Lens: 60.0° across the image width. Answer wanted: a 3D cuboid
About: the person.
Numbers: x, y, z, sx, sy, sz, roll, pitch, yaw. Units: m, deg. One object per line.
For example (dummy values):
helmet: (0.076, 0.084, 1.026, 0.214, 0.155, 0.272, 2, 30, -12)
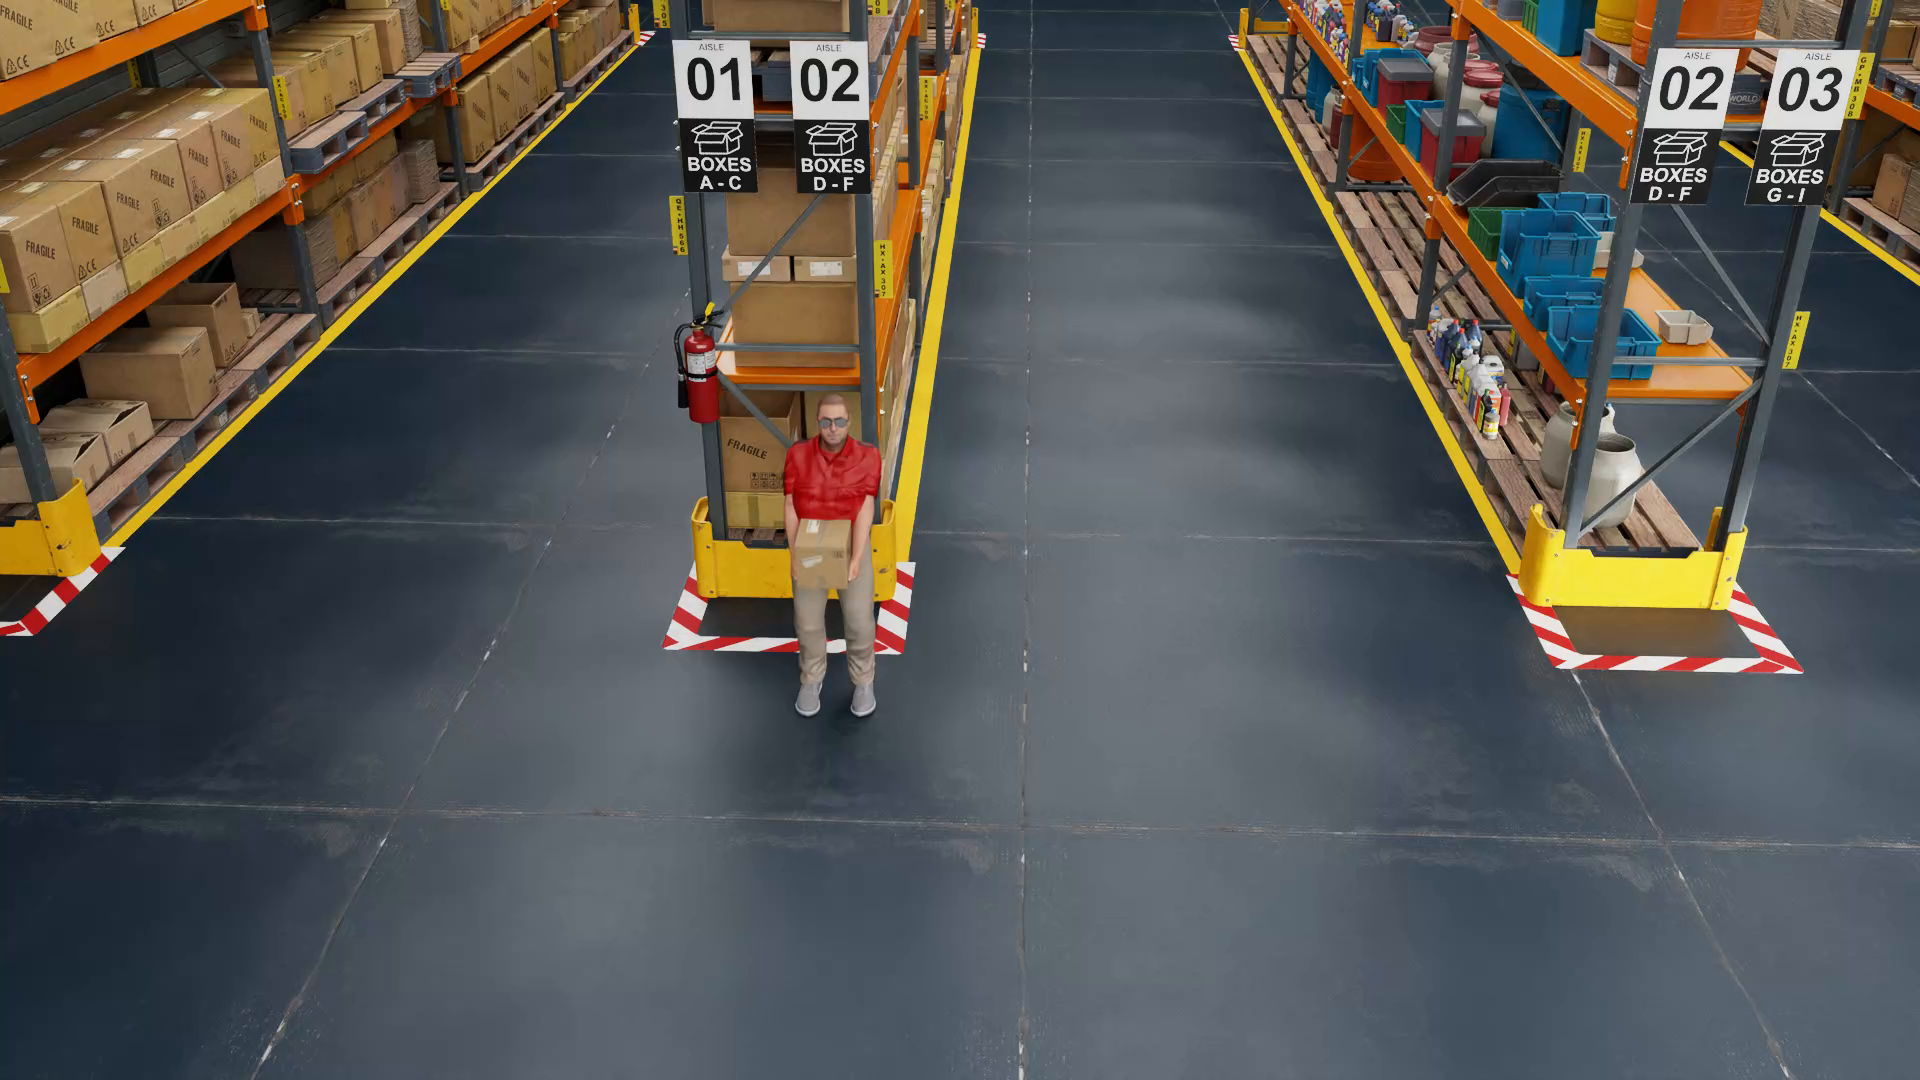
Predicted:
person: (-0.644, 0.125, 8.415, 0.494, 1.714, 0.530, 1, 28, 3)
